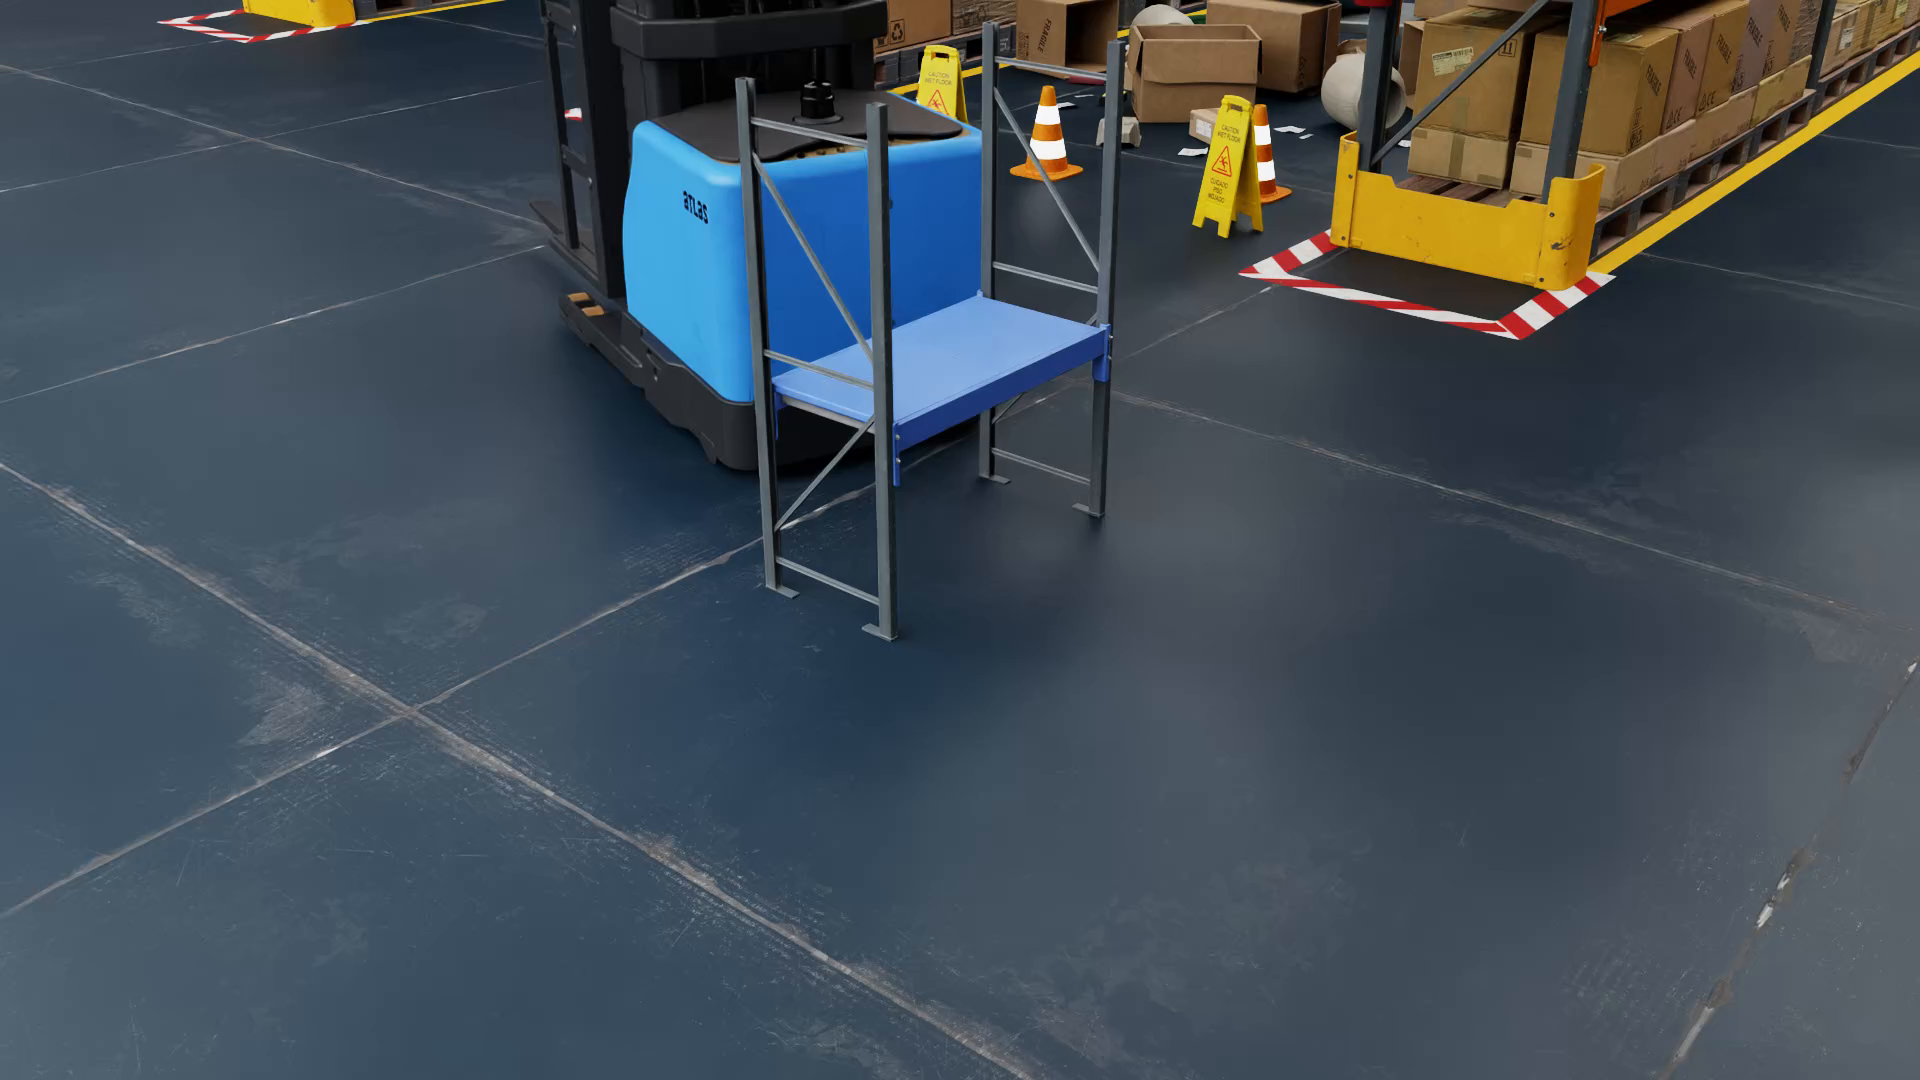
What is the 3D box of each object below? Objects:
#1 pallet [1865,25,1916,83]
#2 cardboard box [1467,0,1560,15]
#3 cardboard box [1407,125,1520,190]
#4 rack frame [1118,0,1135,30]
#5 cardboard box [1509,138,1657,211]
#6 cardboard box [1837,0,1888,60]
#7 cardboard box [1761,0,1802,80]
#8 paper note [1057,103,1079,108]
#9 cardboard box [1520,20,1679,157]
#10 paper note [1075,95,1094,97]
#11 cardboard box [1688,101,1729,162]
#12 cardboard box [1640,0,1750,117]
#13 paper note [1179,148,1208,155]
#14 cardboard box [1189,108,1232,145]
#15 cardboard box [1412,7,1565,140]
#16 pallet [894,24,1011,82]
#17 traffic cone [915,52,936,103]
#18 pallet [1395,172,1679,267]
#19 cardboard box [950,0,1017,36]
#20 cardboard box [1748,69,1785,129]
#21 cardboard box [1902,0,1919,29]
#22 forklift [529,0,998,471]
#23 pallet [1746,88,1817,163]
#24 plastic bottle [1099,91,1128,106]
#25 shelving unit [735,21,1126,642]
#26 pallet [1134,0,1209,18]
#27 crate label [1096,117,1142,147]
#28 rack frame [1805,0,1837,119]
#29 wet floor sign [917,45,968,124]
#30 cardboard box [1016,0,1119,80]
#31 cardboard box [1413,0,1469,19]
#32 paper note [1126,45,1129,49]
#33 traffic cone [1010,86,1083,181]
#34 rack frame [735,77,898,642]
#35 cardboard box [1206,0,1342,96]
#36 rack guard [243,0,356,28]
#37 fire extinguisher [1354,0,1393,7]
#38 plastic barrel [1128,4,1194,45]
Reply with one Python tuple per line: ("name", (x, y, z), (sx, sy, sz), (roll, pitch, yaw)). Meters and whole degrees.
("pallet", (6.086, -3.522, 11.828), (1.003, 0.211, 1.213), (21, 34, 34))
("cardboard box", (2.762, -2.728, 8.271), (0.380, 0.149, 0.250), (22, 35, 36))
("cardboard box", (2.594, -1.970, 8.329), (0.500, 0.250, 0.500), (21, 34, 34))
("rack frame", (0.933, -5.460, 12.540), (1.000, 3.000, 0.127), (21, 34, 34))
("cardboard box", (2.999, -1.802, 8.003), (0.500, 0.250, 0.500), (20, 34, 34))
("cardboard box", (5.603, -3.511, 11.176), (0.950, 0.372, 0.625), (23, 35, 37))
("cardboard box", (4.325, -2.879, 9.269), (0.500, 0.500, 0.500), (21, 34, 35))
("paper note", (0.669, -2.767, 10.568), (0.142, 0.017, 0.144), (-15, 31, -27))
("cardboard box", (3.013, -2.143, 7.848), (0.500, 0.500, 0.500), (19, 33, 33))
("paper note", (0.809, -2.893, 10.832), (0.123, 0.001, 0.032), (-10, 29, -18))
("cardboard box", (3.666, -2.177, 8.730), (0.500, 0.250, 0.500), (24, 35, 38))
("cardboard box", (3.668, -2.505, 8.548), (0.500, 0.500, 0.500), (22, 34, 35))
("paper note", (1.337, -2.229, 9.526), (0.148, 0.019, 0.142), (9, 29, 17))
("cardboard box", (1.547, -2.420, 9.765), (0.250, 0.149, 0.380), (-10, 29, -18))
("cardboard box", (2.581, -2.290, 8.131), (0.500, 0.500, 0.500), (21, 34, 35))
("pallet", (-0.387, -3.540, 11.864), (1.003, 0.211, 1.213), (21, 34, 34))
("traffic cone", (-0.178, -2.688, 9.943), (0.336, 0.463, 0.334), (21, 34, 34))
("pallet", (2.865, -1.697, 8.301), (1.003, 0.211, 1.213), (21, 34, 34))
("cardboard box", (-0.092, -4.180, 11.920), (0.875, 0.875, 0.875), (21, 34, 35))
("cardboard box", (4.317, -2.535, 9.420), (0.500, 0.250, 0.500), (20, 33, 33))
("cardboard box", (6.530, -4.025, 12.170), (0.950, 0.372, 0.625), (20, 33, 33))
("forklift", (-1.013, -2.176, 6.267), (1.130, 2.935, 3.031), (-14, 31, -25))
("pallet", (4.417, -2.562, 9.973), (1.003, 0.211, 1.213), (21, 34, 34))
("plastic bottle", (0.991, -2.843, 10.679), (0.133, 0.061, 0.283), (9, 29, 17))
("shelving unit", (-0.054, -0.636, 4.847), (0.538, 1.500, 1.048), (21, 34, 34))
("pallet", (1.365, -4.517, 13.752), (1.003, 0.211, 1.213), (21, 34, 34))
("crate label", (0.930, -2.390, 9.721), (0.250, 0.136, 0.298), (4, 28, 8))
("rack frame", (4.816, -4.049, 9.813), (1.000, 3.000, 0.127), (21, 34, 34))
("wet floor sign", (-0.102, -2.407, 9.201), (0.267, 0.644, 0.232), (15, 31, 26))
("cardboard box", (0.737, -3.501, 11.470), (0.500, 0.500, 0.500), (-21, 34, -35))
("cardboard box", (3.424, -3.785, 11.198), (0.500, 0.500, 0.500), (21, 34, 34))
("paper note", (1.204, -3.639, 12.250), (0.147, 0.020, 0.142), (0, 27, 0))
("traffic cone", (0.477, -2.238, 9.072), (0.336, 0.463, 0.334), (21, 34, 34))
("rack frame", (-0.378, -0.456, 4.499), (0.500, 1.500, 0.032), (21, 34, 34))
("cardboard box", (2.024, -3.279, 10.893), (0.797, 0.637, 0.503), (21, 34, 34))
("rack guard", (-5.326, -4.444, 13.296), (1.175, 0.500, 0.348), (21, 34, 34))
("fire extinguisher", (1.844, -2.691, 7.271), (0.296, 0.674, 0.183), (21, 34, 34))
("plastic barrel", (1.395, -3.465, 11.488), (0.421, 0.421, 0.512), (-5, 28, -9))
